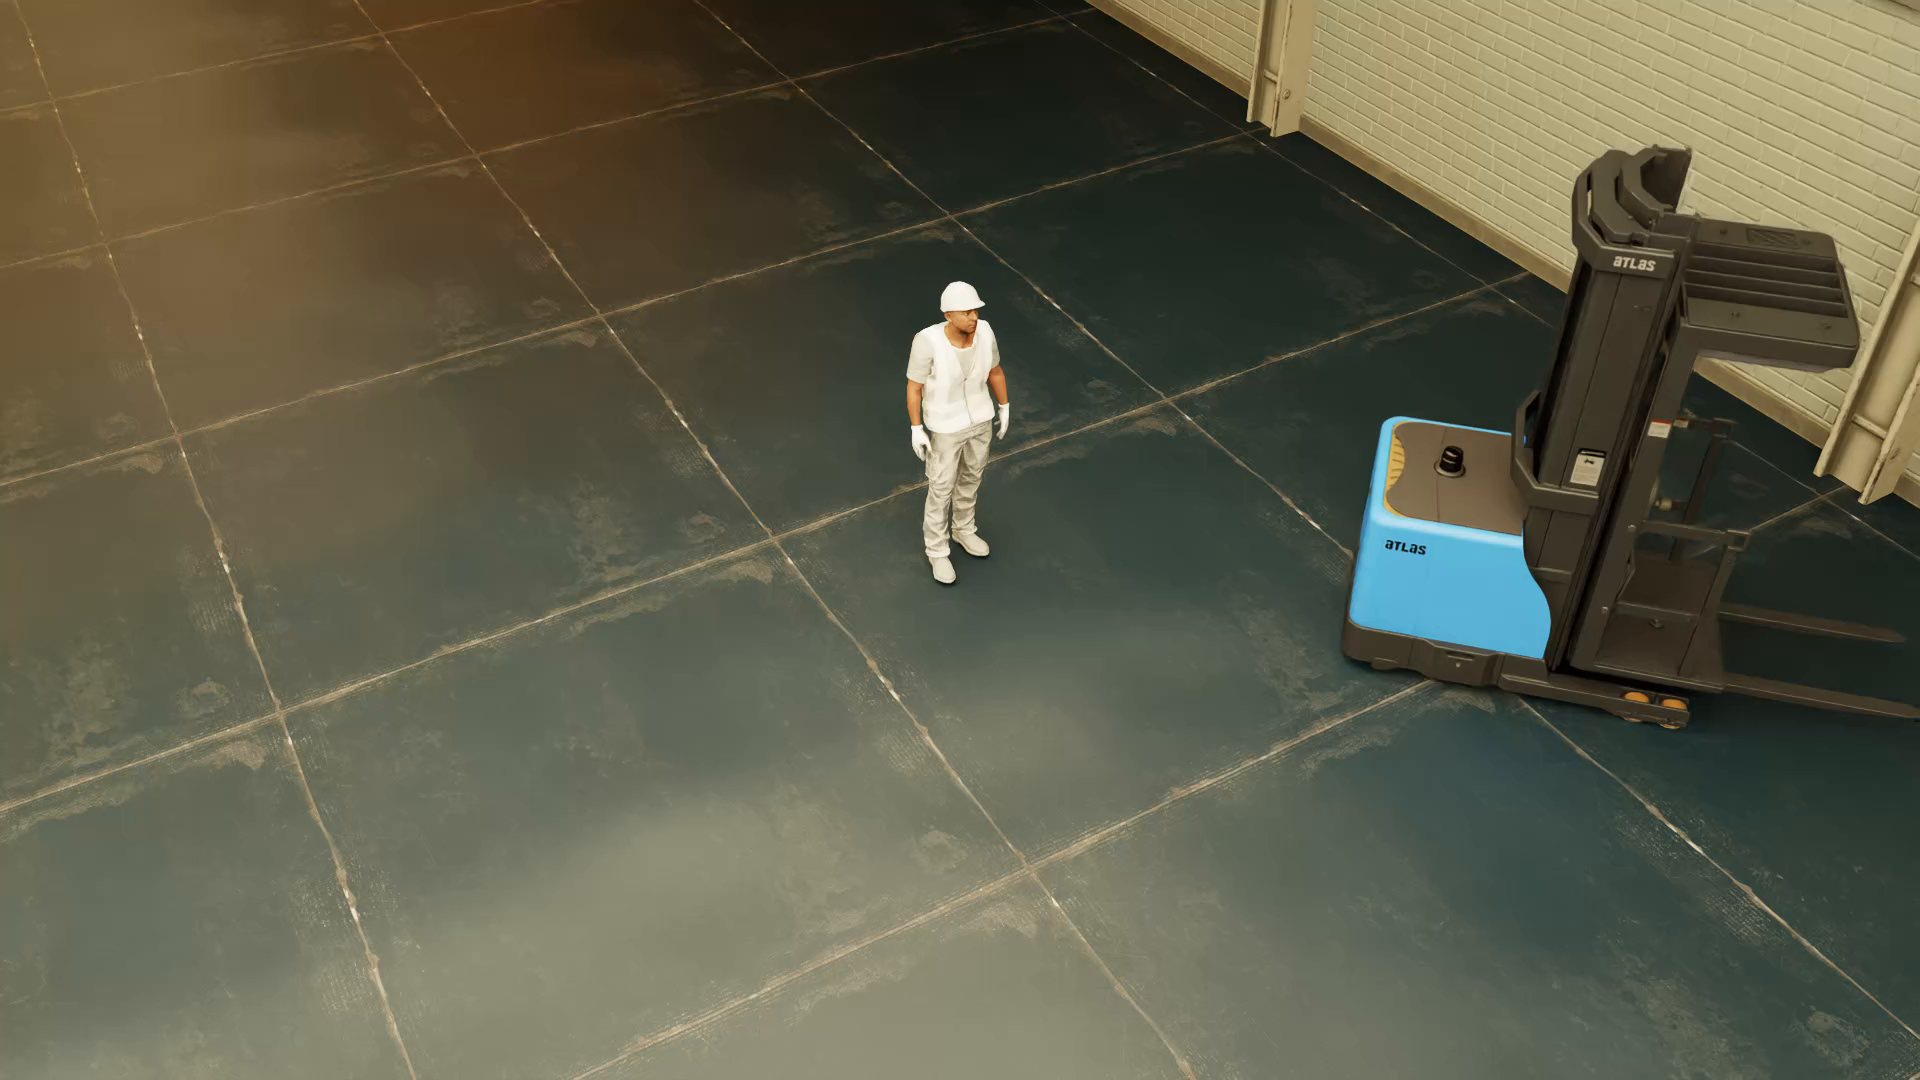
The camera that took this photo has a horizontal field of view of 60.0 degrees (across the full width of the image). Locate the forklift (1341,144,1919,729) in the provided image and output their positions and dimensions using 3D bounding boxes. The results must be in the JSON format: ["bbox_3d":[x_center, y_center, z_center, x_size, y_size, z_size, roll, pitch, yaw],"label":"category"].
[{"bbox_3d":[3.747,-0.475,8.609,3.031,2.935,1.130,10,41,12],"label":"forklift"}]

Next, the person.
[{"bbox_3d":[0.030,-0.647,9.709,0.656,1.779,0.575,-20,44,-23],"label":"person"}]
